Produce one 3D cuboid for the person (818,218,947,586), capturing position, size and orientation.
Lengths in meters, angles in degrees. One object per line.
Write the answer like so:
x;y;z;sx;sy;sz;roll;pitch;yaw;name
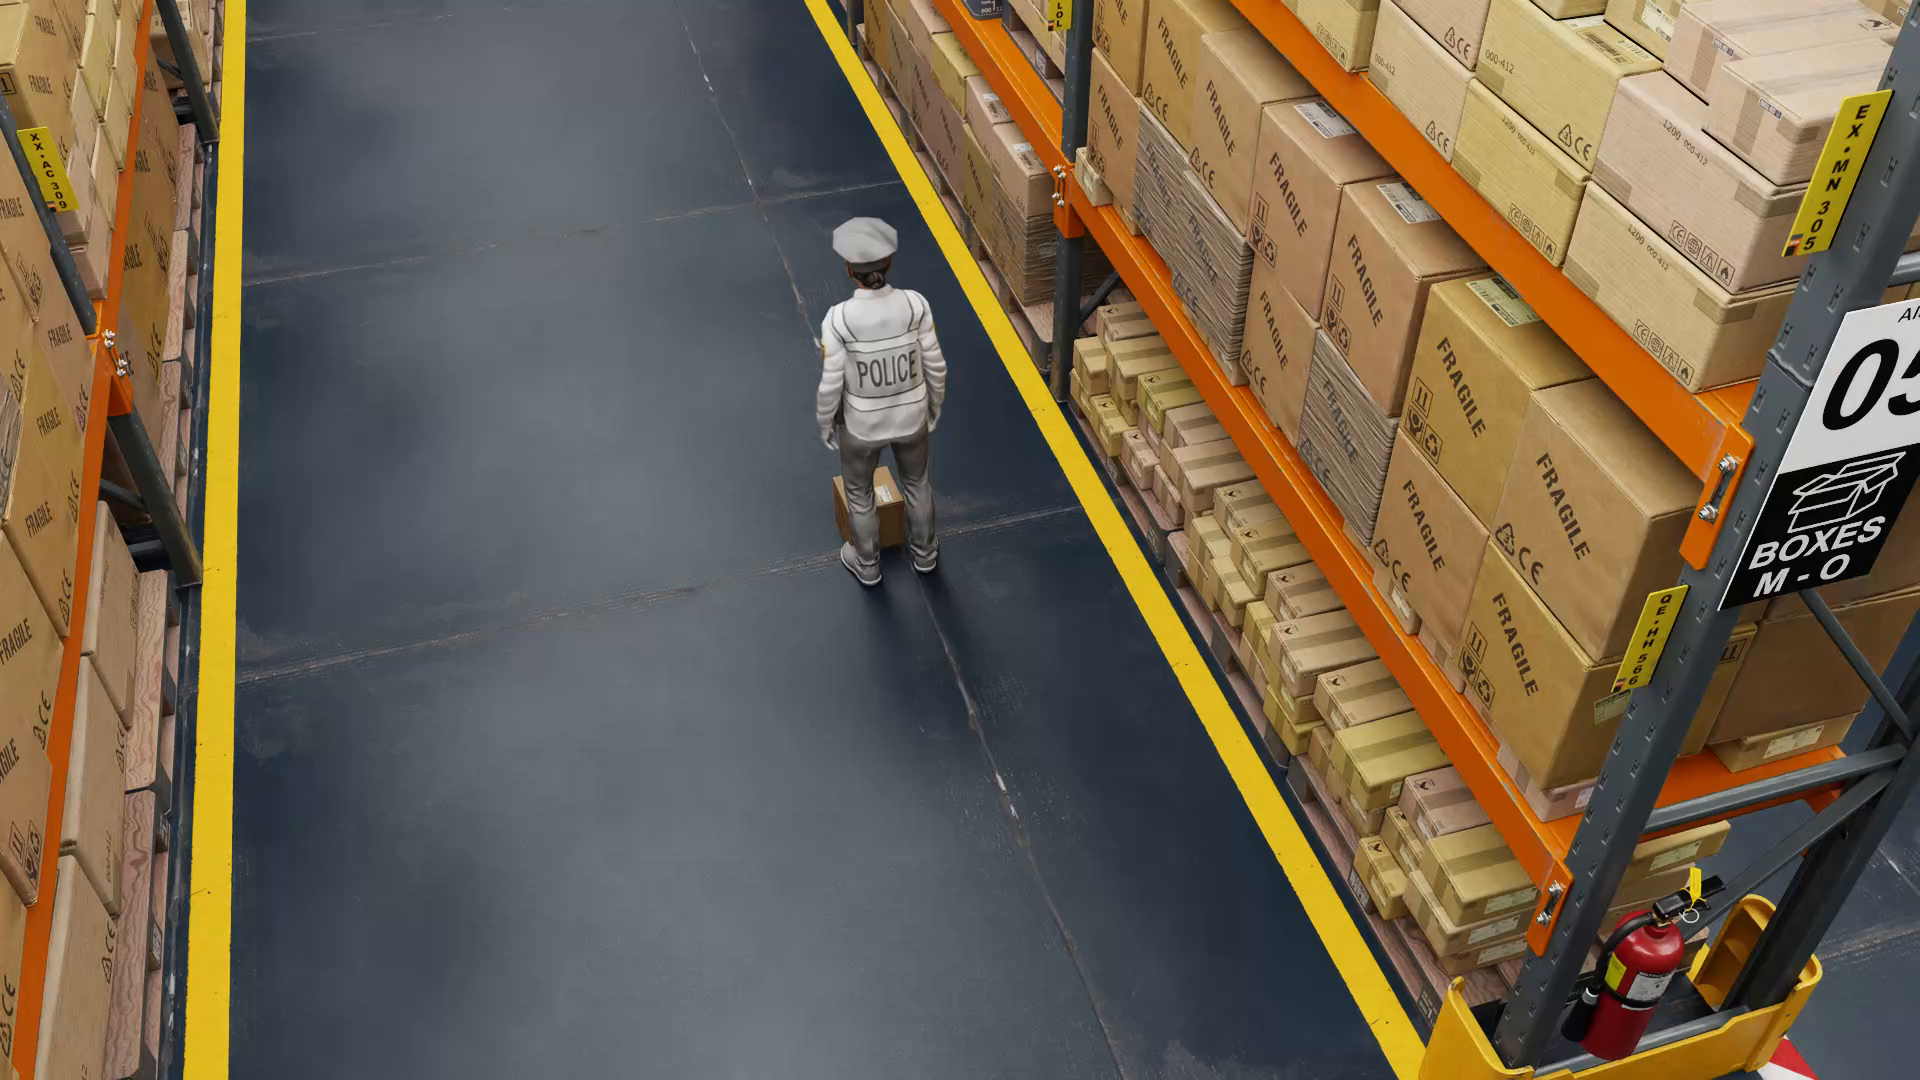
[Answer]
-0.315;-0.499;6.703;0.526;1.663;0.375;-12;44;-13;person
